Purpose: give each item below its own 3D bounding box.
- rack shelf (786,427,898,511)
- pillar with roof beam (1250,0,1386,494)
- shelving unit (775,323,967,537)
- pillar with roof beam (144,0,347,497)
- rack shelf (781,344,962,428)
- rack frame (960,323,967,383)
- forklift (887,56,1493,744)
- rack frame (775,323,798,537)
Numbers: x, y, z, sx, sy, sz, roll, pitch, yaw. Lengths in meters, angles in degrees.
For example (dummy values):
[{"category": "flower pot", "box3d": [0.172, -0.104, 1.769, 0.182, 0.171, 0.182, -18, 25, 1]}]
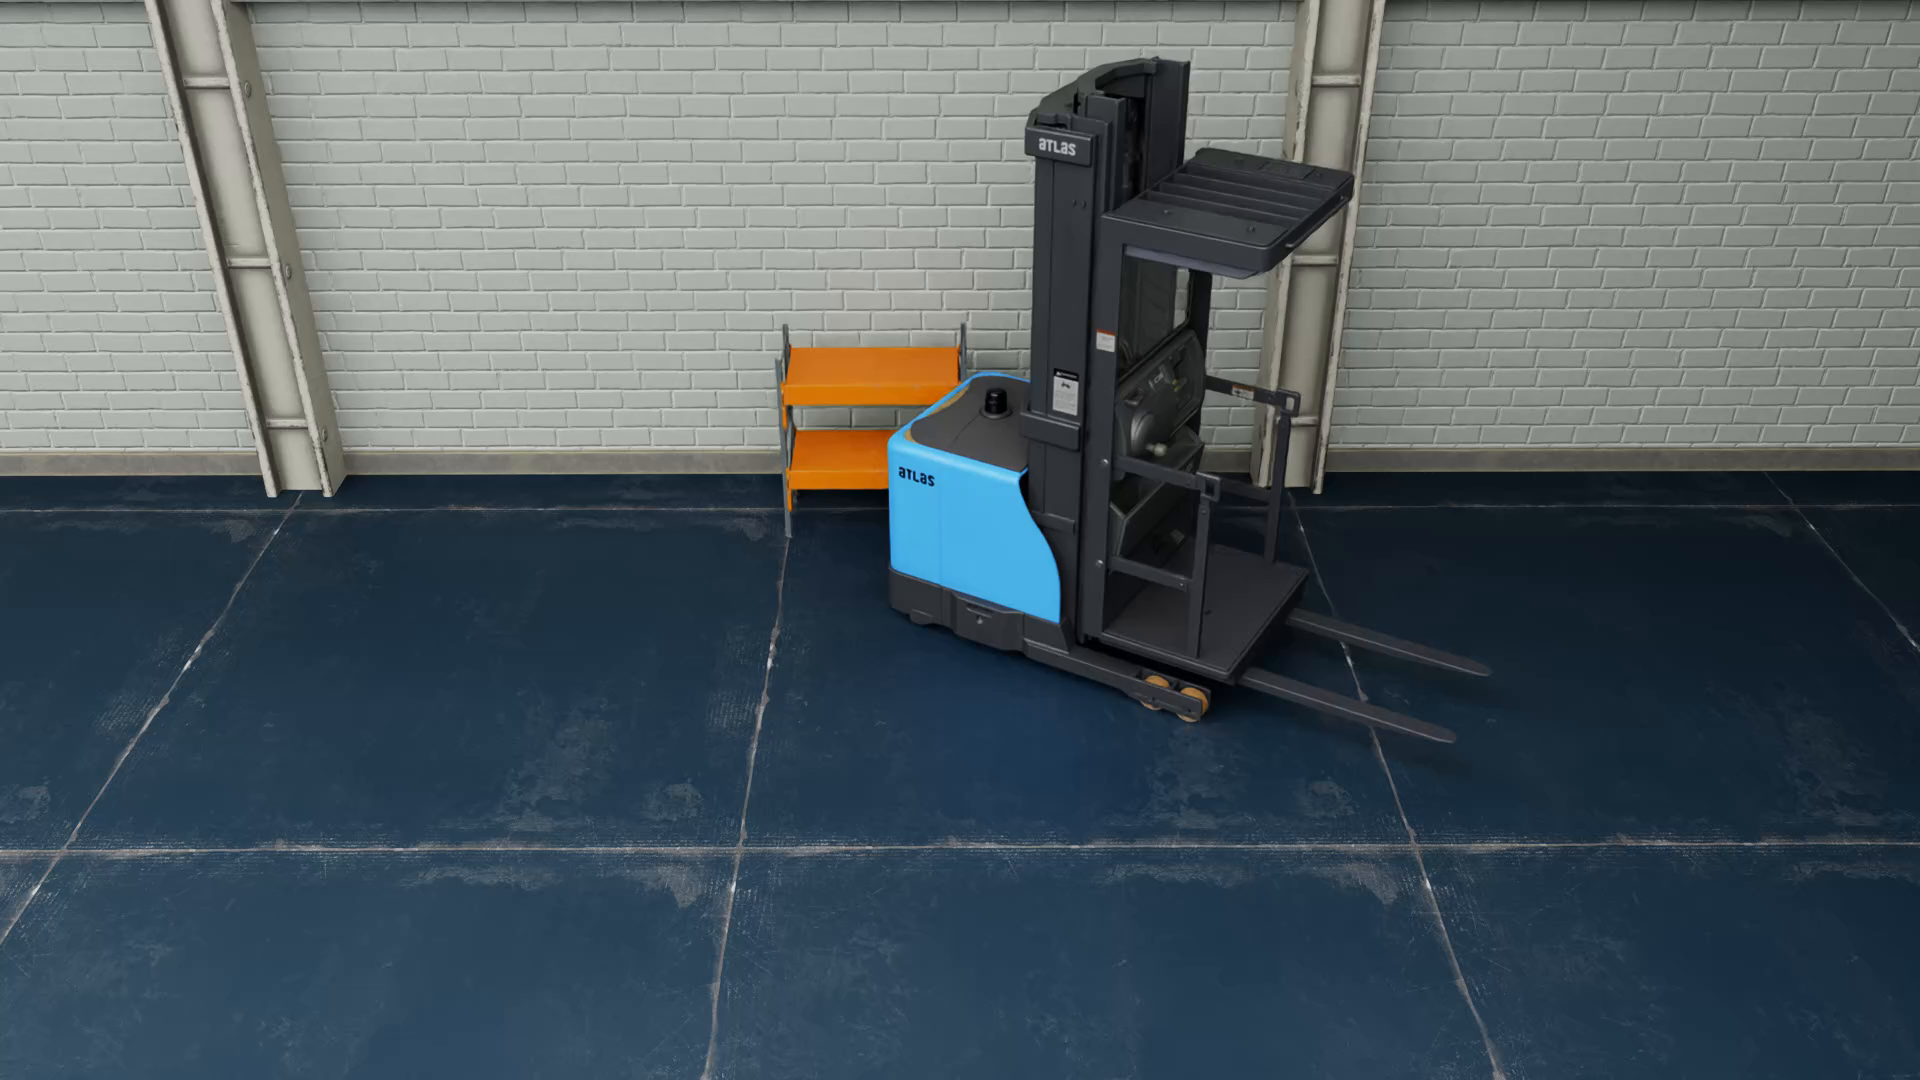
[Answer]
[{"category": "rack shelf", "box3d": [-0.489, -0.420, 9.719, 1.000, 0.278, 0.538, 0, 31, 0]}, {"category": "pillar with roof beam", "box3d": [2.027, -1.975, 4.219, 0.400, 9.000, 9.100, 0, 31, 0]}, {"category": "shelving unit", "box3d": [-0.489, -0.630, 9.592, 1.048, 1.125, 0.538, 0, 31, 0]}, {"category": "pillar with roof beam", "box3d": [-3.973, -1.956, 4.188, 0.400, 9.000, 9.100, 0, 31, 0]}, {"category": "rack shelf", "box3d": [-0.489, -0.880, 9.440, 1.000, 0.278, 0.538, 0, 31, 0]}, {"category": "rack frame", "box3d": [0.019, -0.631, 9.595, 0.032, 1.125, 0.500, 0, 31, 0]}, {"category": "forklift", "box3d": [1.146, -0.676, 7.927, 3.031, 2.935, 1.130, 17, 35, 26]}, {"category": "rack frame", "box3d": [-0.997, -0.628, 9.590, 0.032, 1.125, 0.500, 0, 31, 0]}]
